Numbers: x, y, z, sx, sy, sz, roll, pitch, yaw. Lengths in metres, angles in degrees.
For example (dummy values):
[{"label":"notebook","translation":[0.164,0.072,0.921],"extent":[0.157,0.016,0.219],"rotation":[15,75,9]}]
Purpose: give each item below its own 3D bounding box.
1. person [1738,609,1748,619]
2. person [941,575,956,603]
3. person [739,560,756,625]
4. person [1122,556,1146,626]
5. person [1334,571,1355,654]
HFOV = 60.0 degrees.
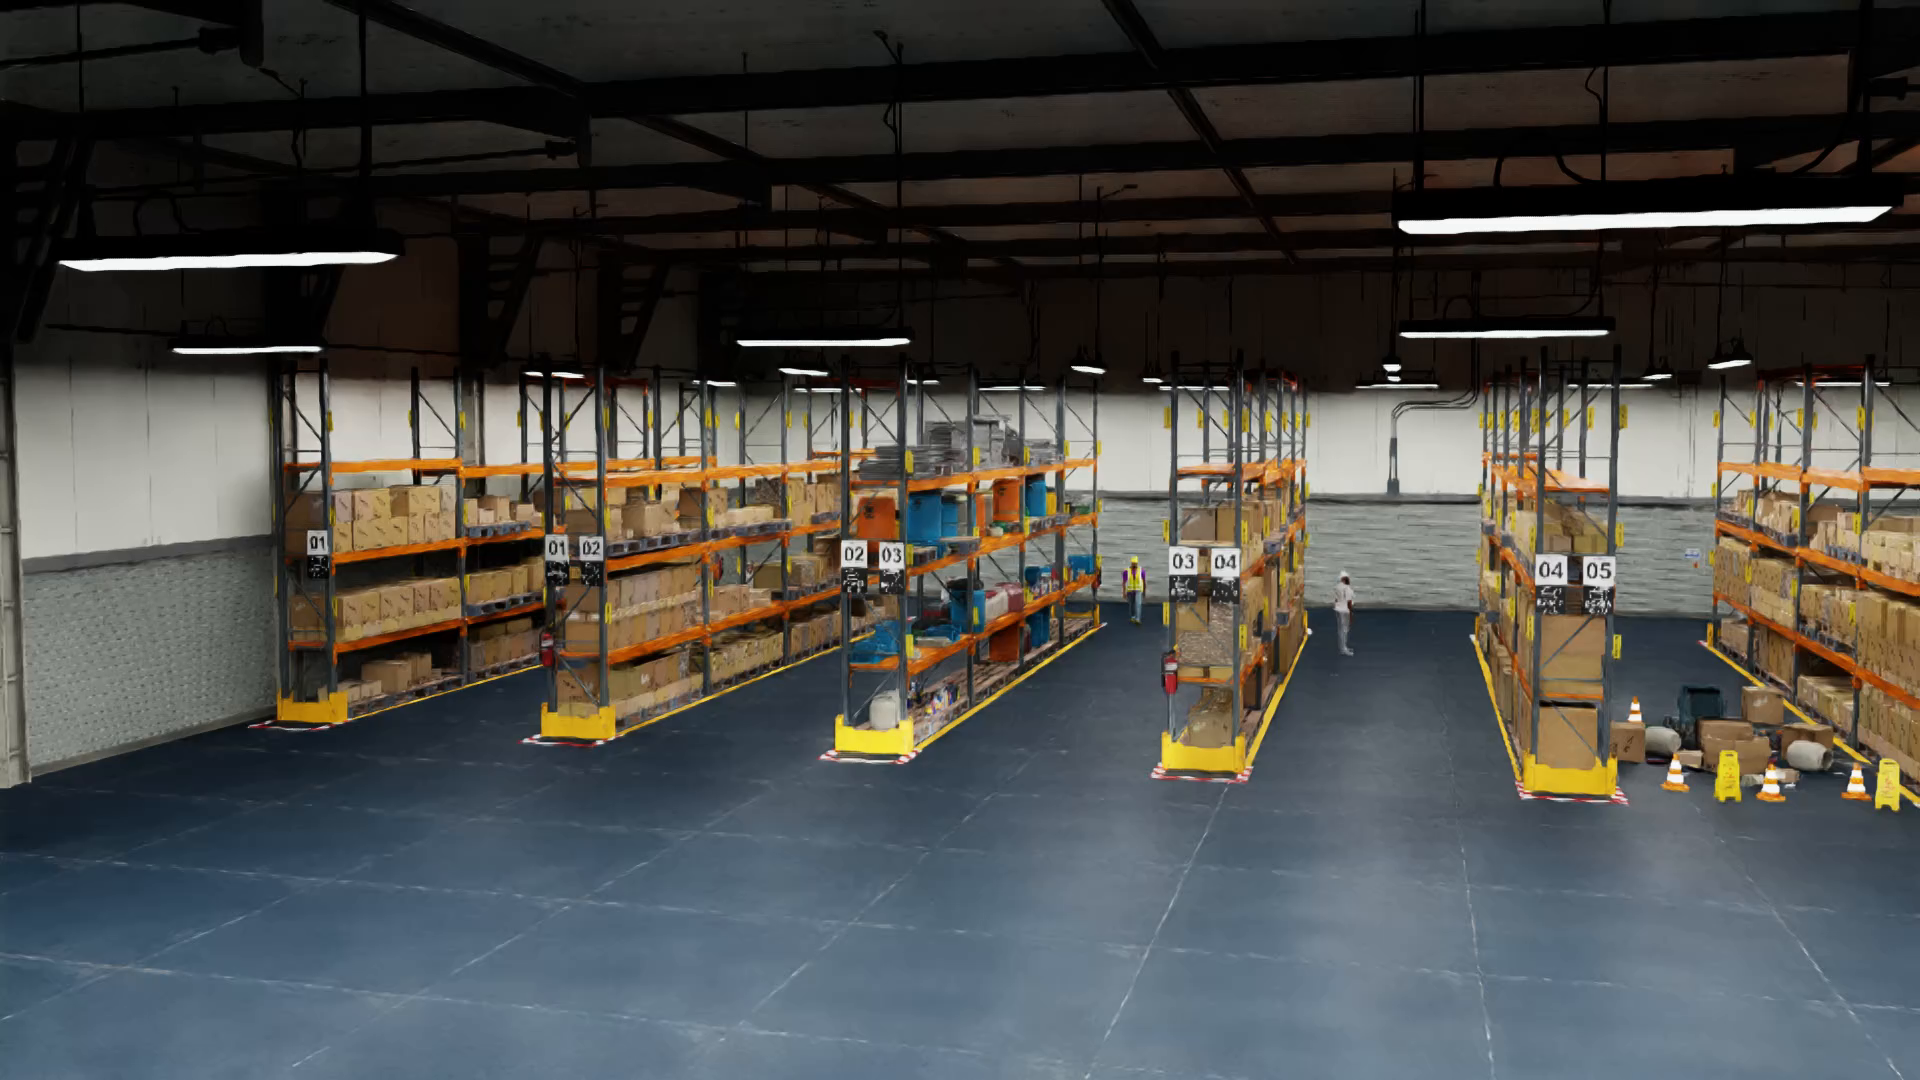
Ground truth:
[{"label":"person","translation":[18.869,1.266,39.743],"extent":[0.676,1.771,0.617],"rotation":[-2,4,-21]},{"label":"person","translation":[-0.206,1.554,36.683],"extent":[0.456,1.589,1.088],"rotation":[1,4,17]},{"label":"person","translation":[-5.079,1.281,40.529],"extent":[0.639,1.632,0.512],"rotation":[1,4,13]},{"label":"person","translation":[4.251,1.225,40.668],"extent":[0.572,1.693,1.120],"rotation":[1,4,12]},{"label":"person","translation":[8.269,1.540,35.616],"extent":[0.446,1.766,0.628],"rotation":[-1,4,-16]}]
